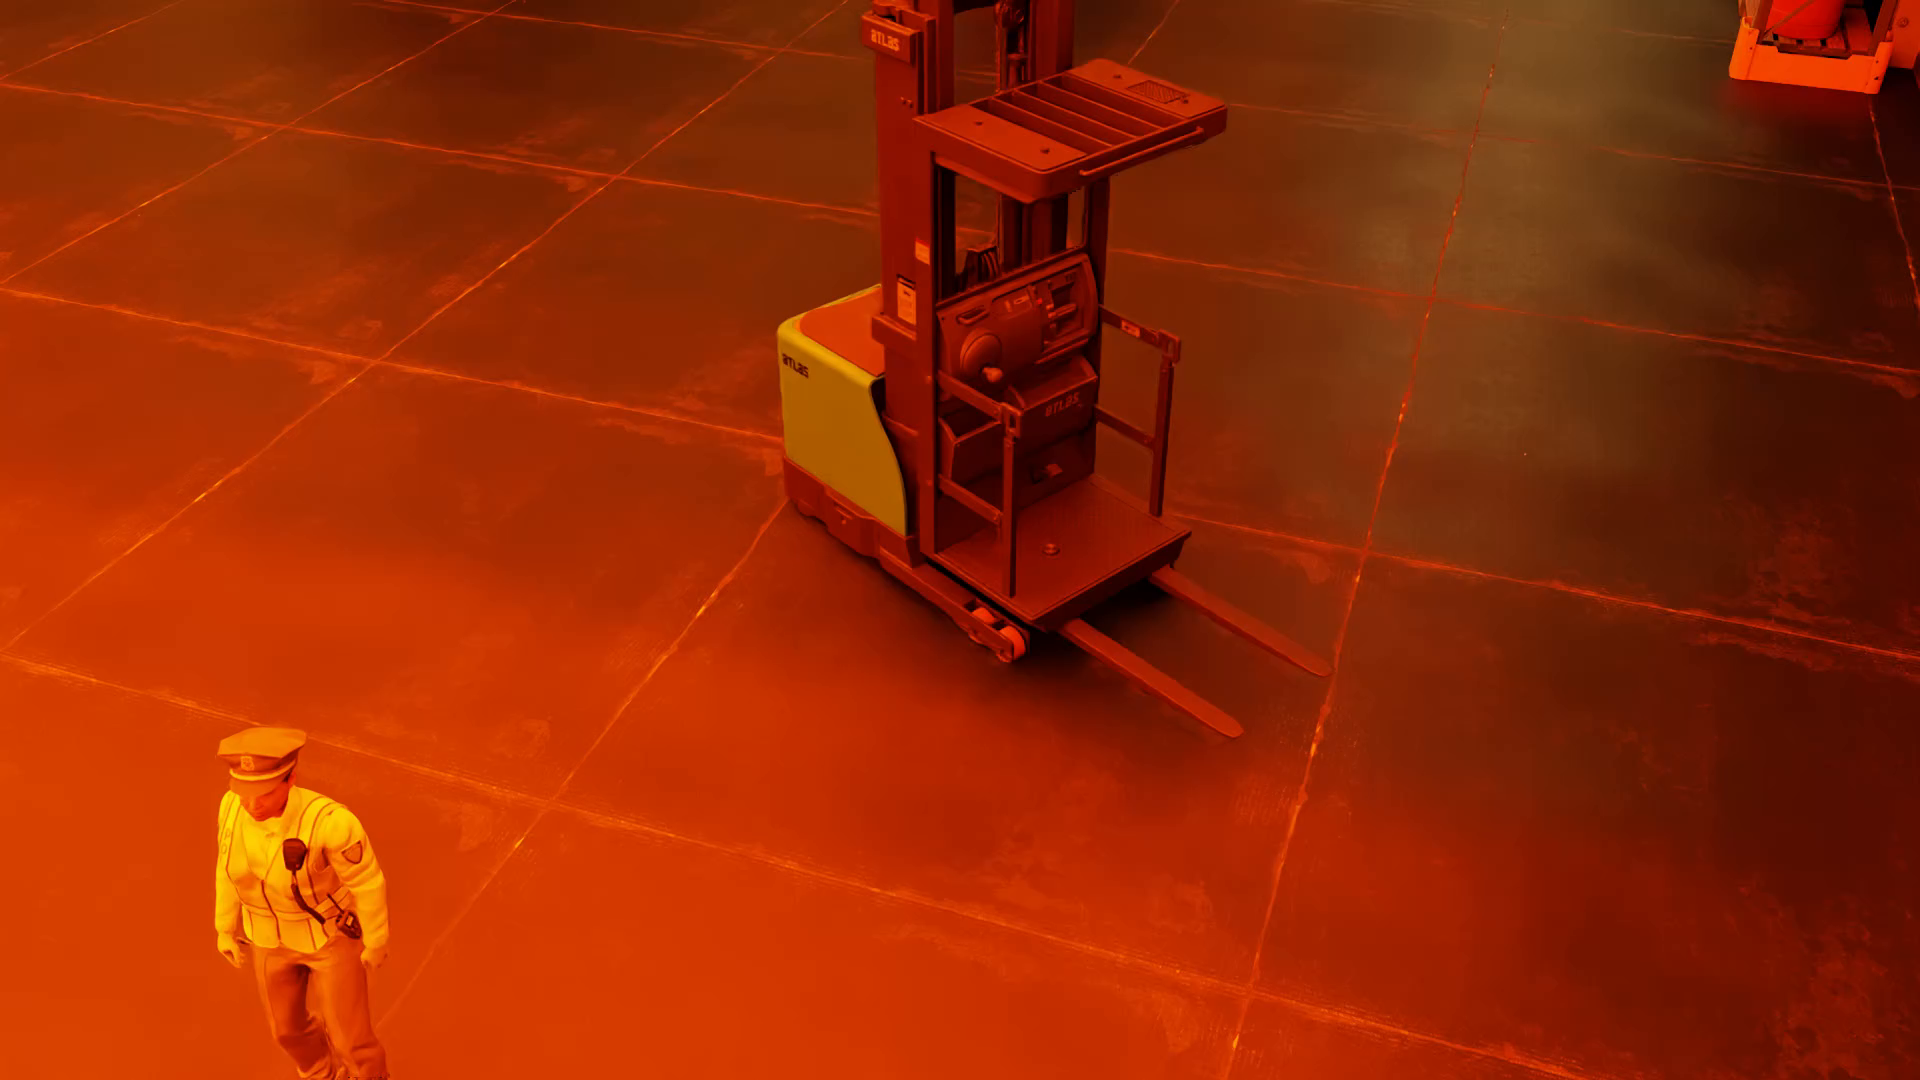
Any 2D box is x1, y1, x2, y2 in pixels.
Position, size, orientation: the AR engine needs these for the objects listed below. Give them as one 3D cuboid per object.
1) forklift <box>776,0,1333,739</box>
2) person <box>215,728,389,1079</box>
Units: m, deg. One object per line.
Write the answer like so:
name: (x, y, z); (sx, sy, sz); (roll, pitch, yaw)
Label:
forklift: (0.416, -0.953, 7.456); (1.130, 2.935, 3.031); (-27, 43, -33)
person: (-2.131, 1.319, 5.354); (0.567, 1.713, 0.452); (6, 36, 9)
